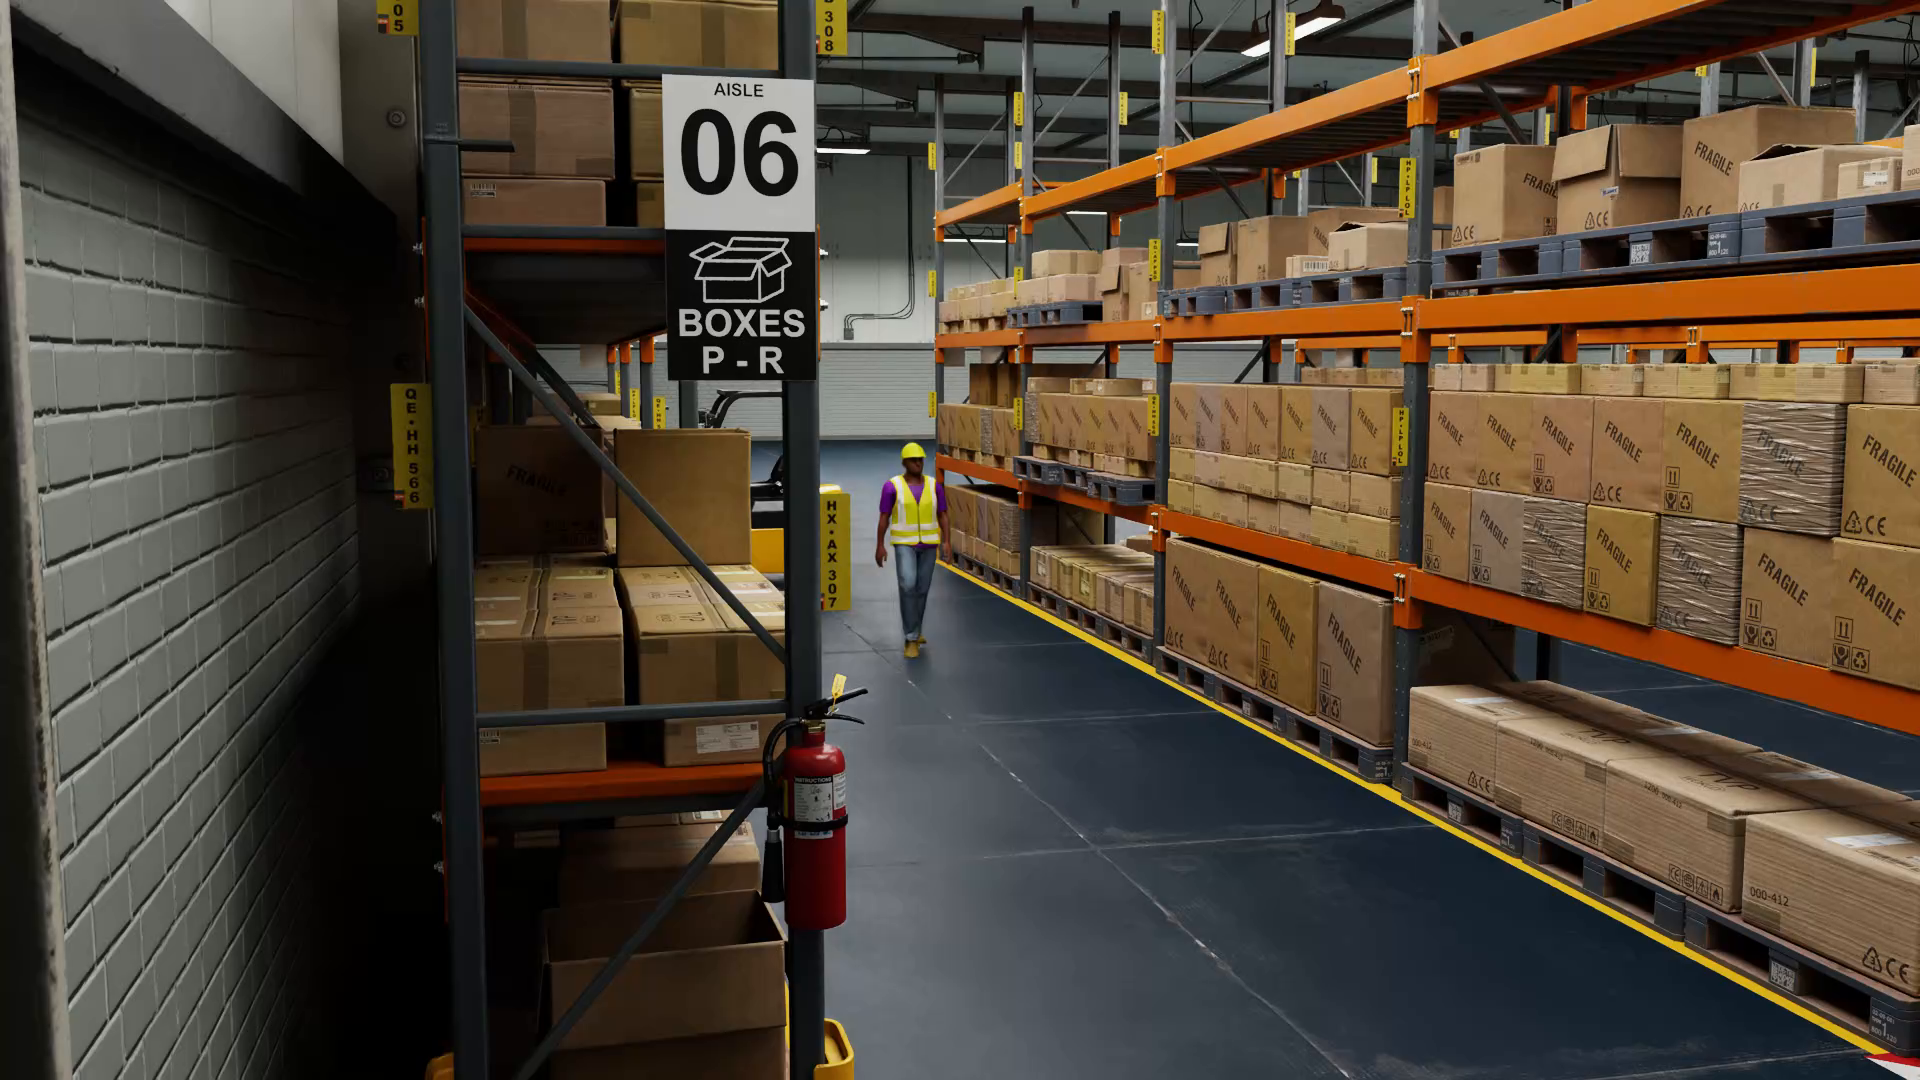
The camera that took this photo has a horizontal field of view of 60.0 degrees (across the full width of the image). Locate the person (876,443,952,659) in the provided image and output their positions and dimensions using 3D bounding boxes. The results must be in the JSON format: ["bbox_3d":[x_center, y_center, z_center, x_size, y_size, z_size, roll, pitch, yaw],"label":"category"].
[{"bbox_3d":[-0.367,0.082,14.146,0.611,1.807,0.716,-2,6,-20],"label":"person"}]
